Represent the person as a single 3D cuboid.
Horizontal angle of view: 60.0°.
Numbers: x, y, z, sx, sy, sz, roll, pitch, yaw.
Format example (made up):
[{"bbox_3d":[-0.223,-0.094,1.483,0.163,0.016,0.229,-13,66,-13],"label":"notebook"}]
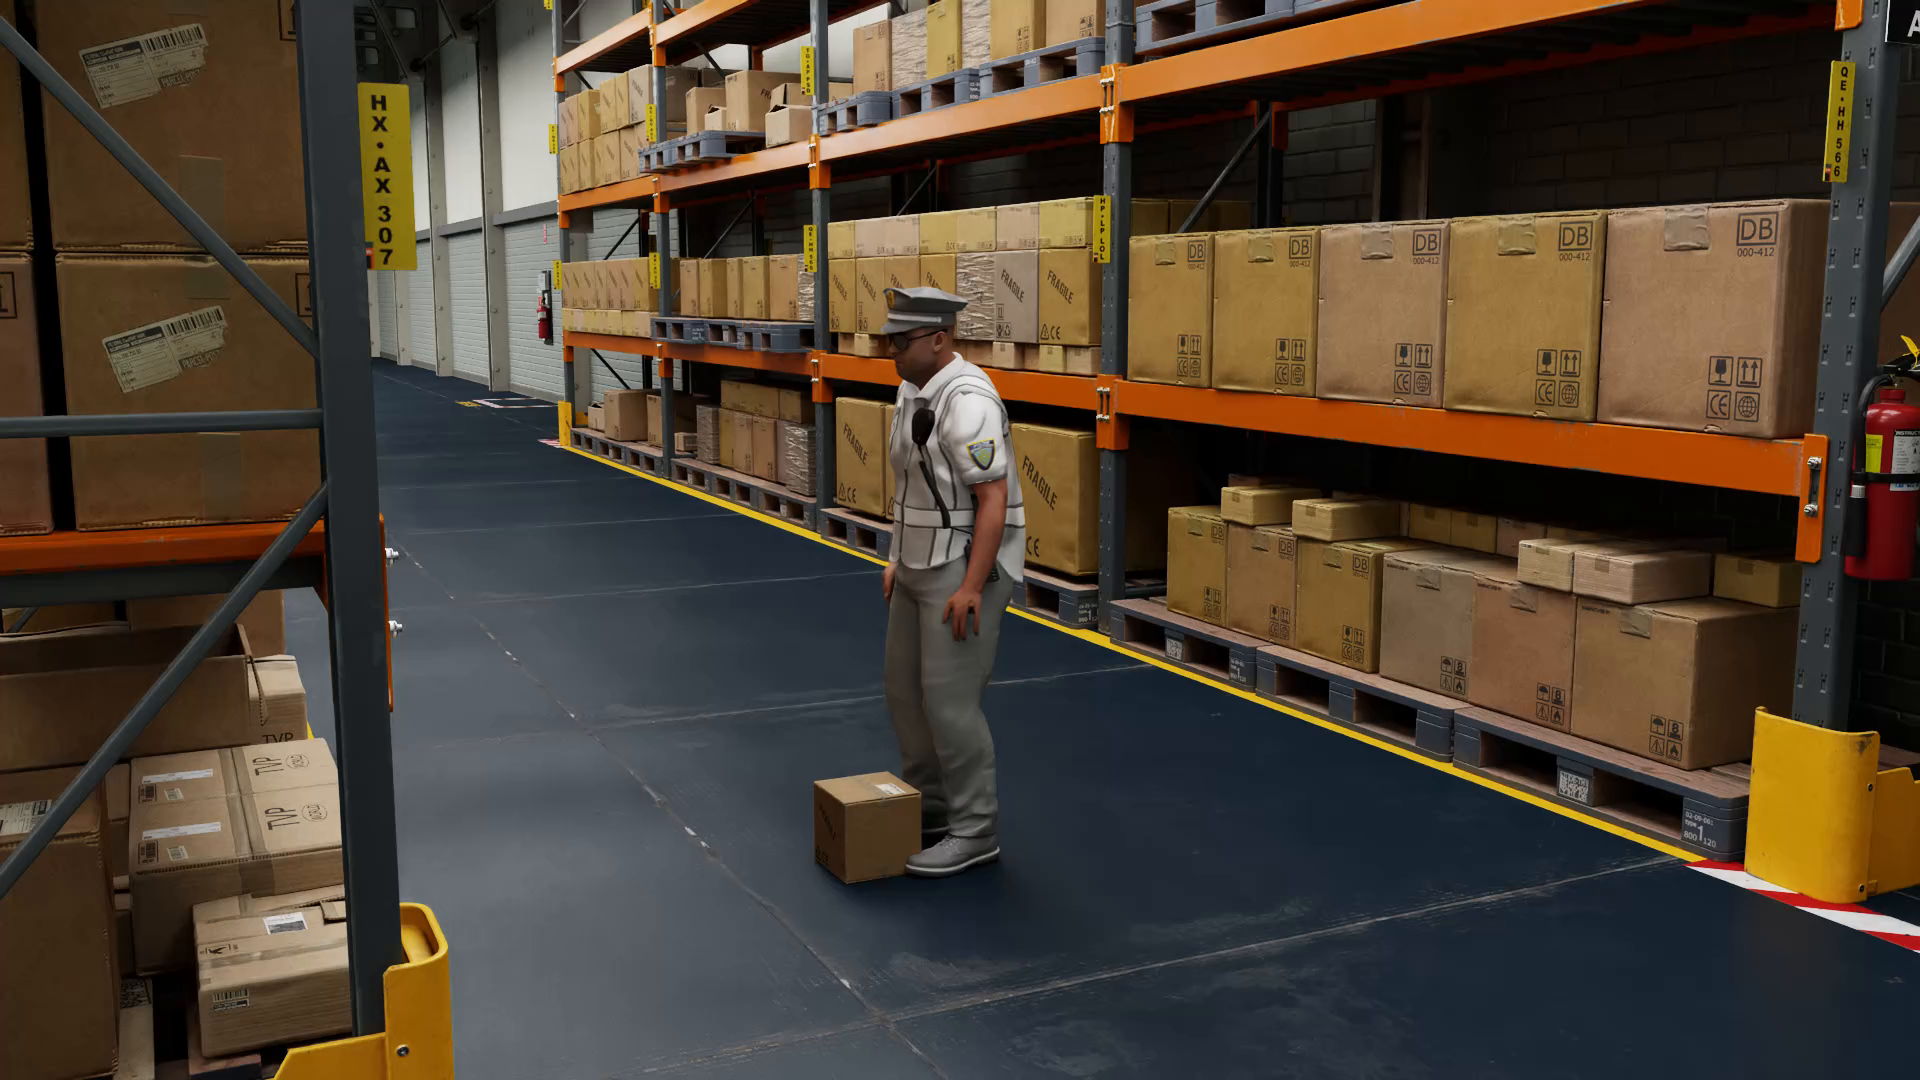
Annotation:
[{"bbox_3d":[-0.040,0.110,5.072,0.432,1.748,0.585,-4,9,-26],"label":"person"}]
